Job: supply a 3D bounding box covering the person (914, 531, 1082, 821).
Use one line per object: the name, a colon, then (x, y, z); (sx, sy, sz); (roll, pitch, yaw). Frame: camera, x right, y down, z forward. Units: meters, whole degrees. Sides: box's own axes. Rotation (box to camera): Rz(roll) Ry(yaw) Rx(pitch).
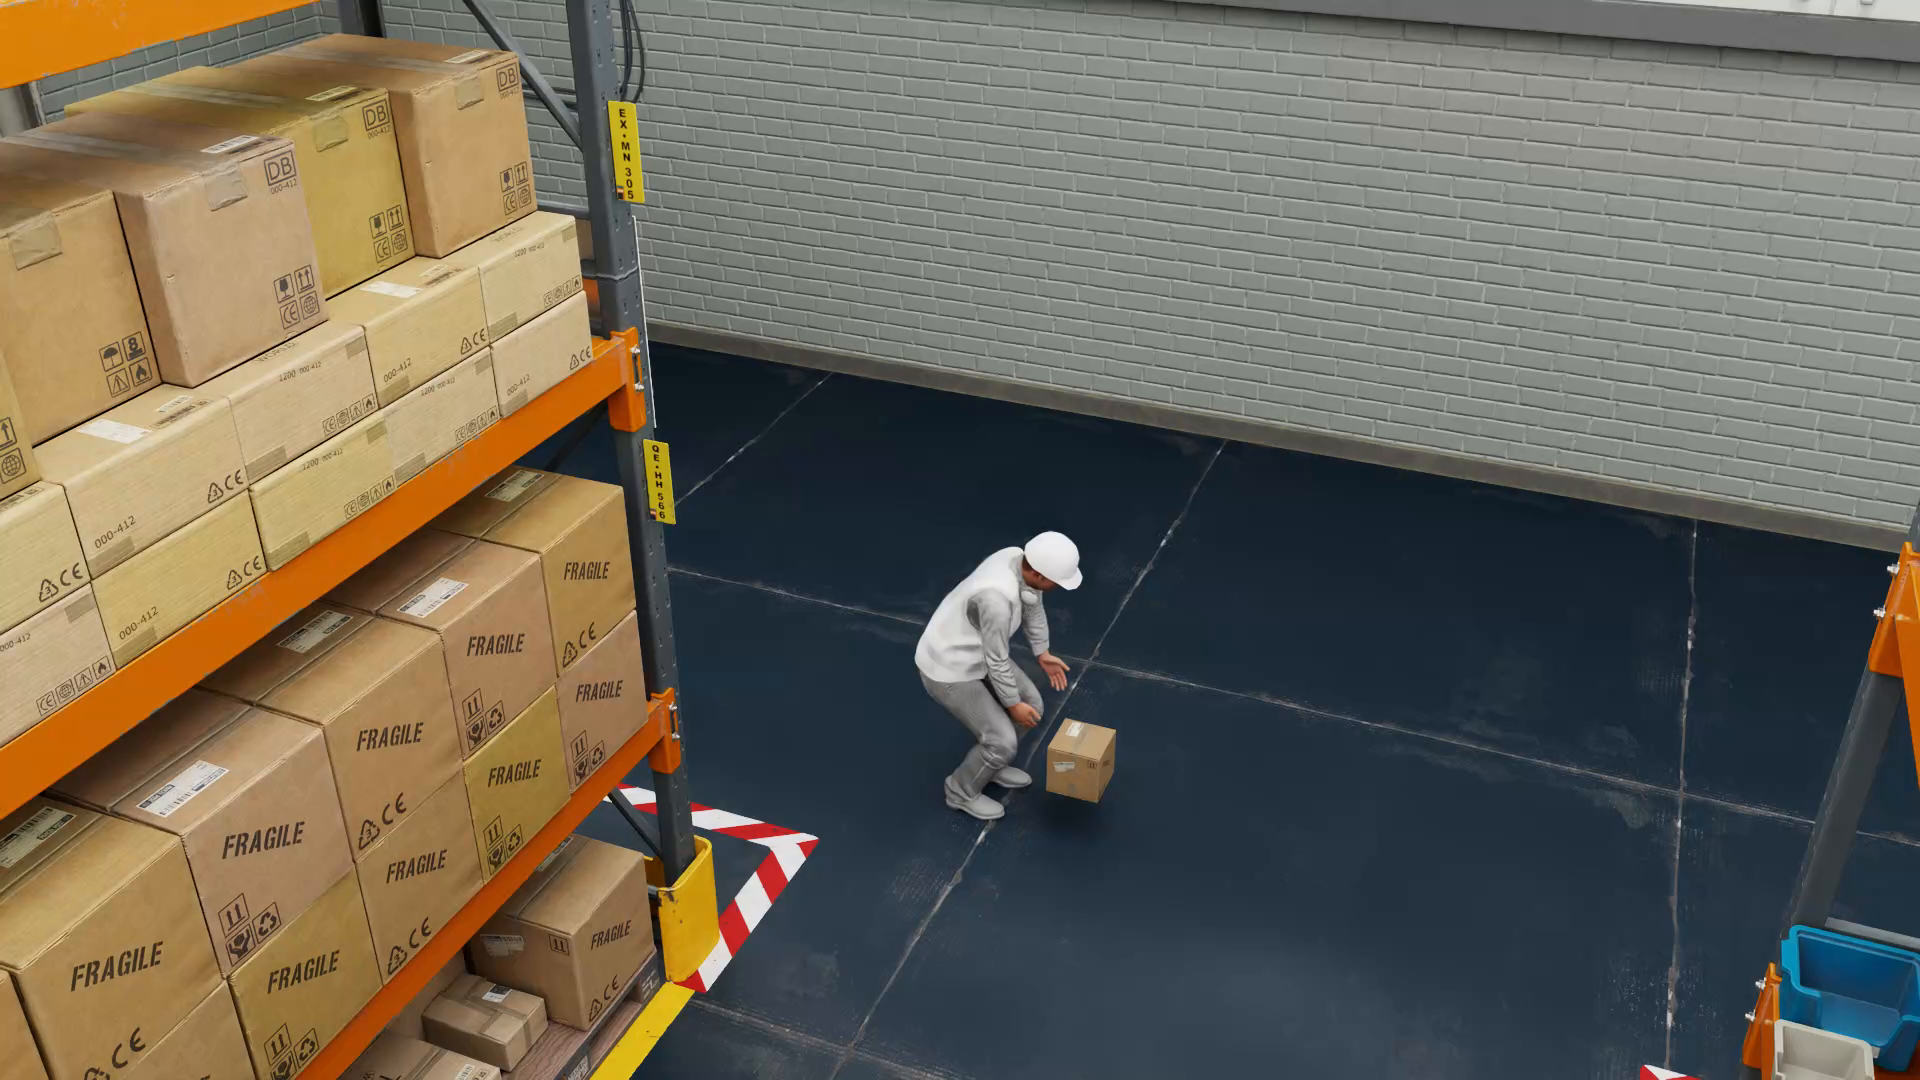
person: (0.183, 0.572, 7.664); (0.733, 1.479, 0.591); (11, 31, 19)
